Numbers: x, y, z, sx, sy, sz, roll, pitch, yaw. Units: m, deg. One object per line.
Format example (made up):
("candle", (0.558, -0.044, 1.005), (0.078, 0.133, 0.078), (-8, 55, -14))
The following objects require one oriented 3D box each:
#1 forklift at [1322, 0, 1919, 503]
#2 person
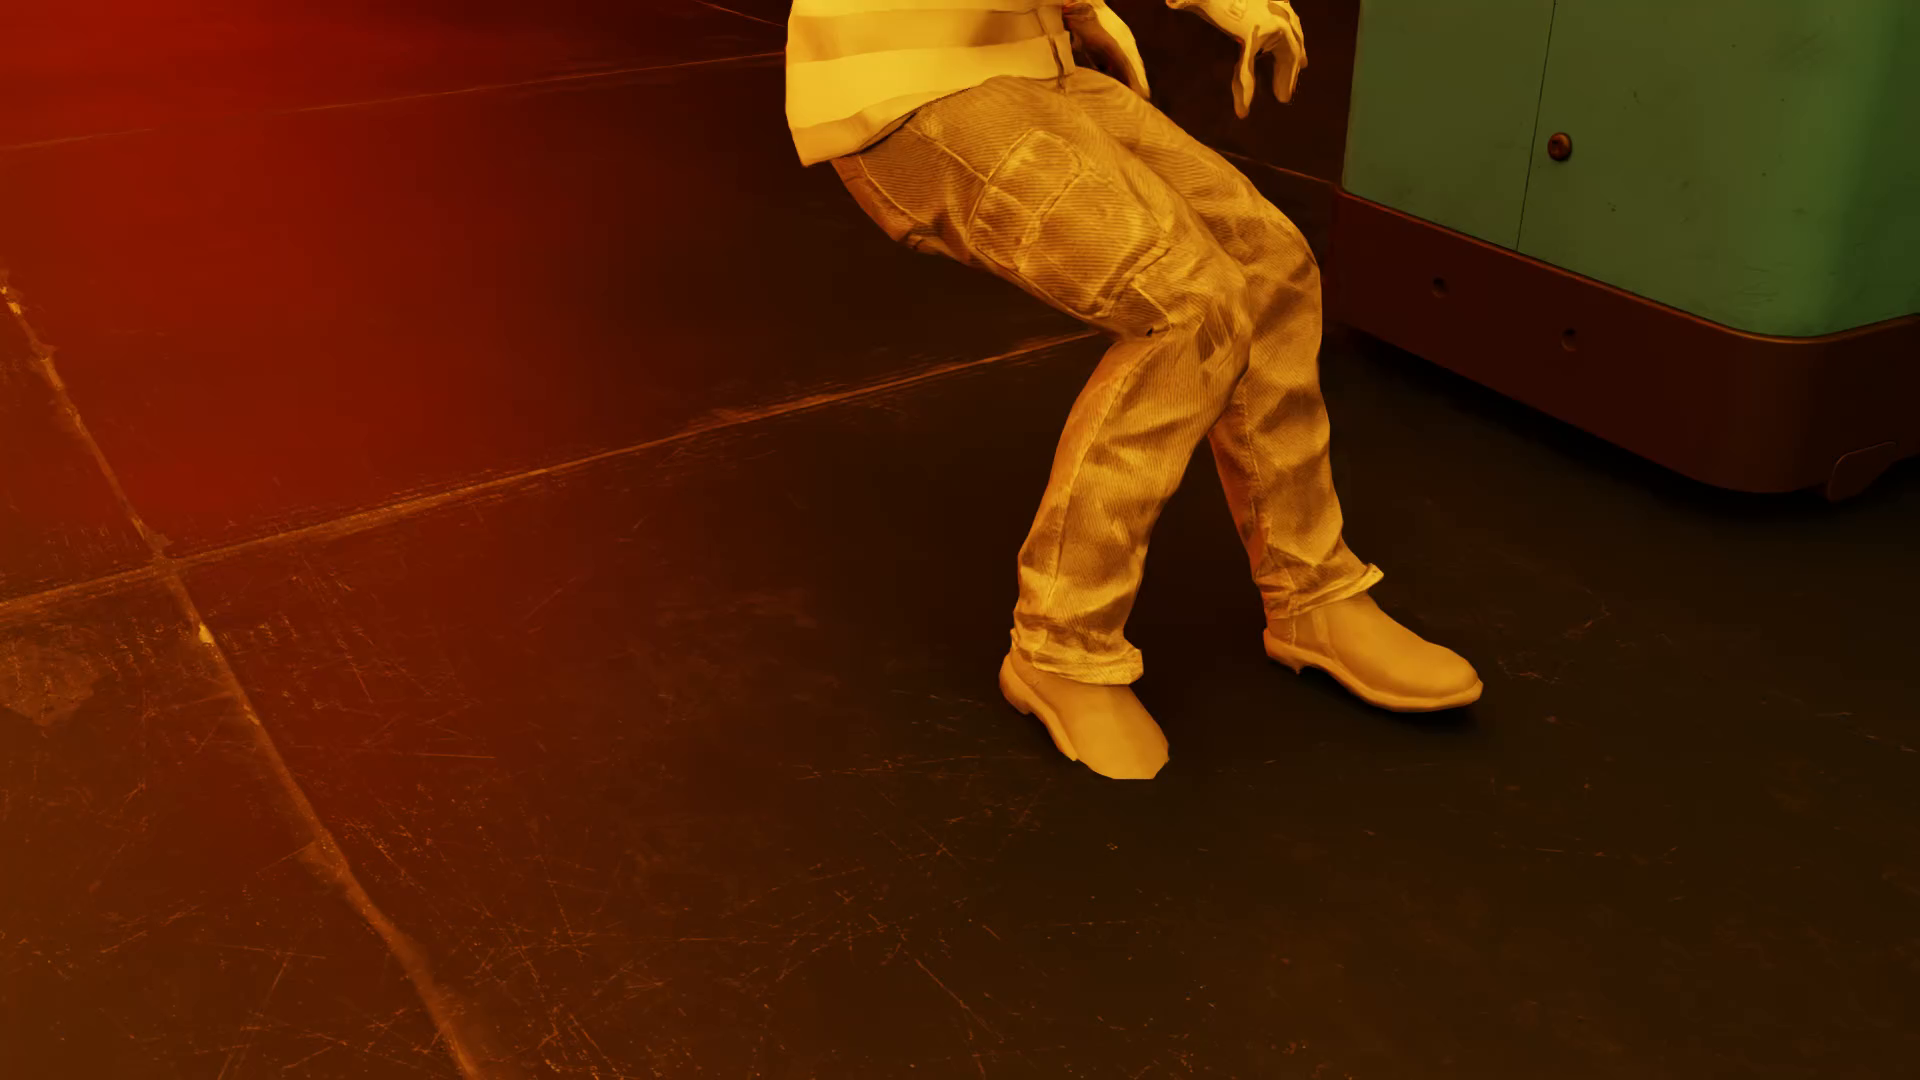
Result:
("forklift", (2.248, -1.823, 2.866), (3.031, 2.935, 1.130), (-13, 30, -25))
("person", (0.247, -0.543, 1.976), (0.919, 1.562, 0.818), (9, 28, 16))
